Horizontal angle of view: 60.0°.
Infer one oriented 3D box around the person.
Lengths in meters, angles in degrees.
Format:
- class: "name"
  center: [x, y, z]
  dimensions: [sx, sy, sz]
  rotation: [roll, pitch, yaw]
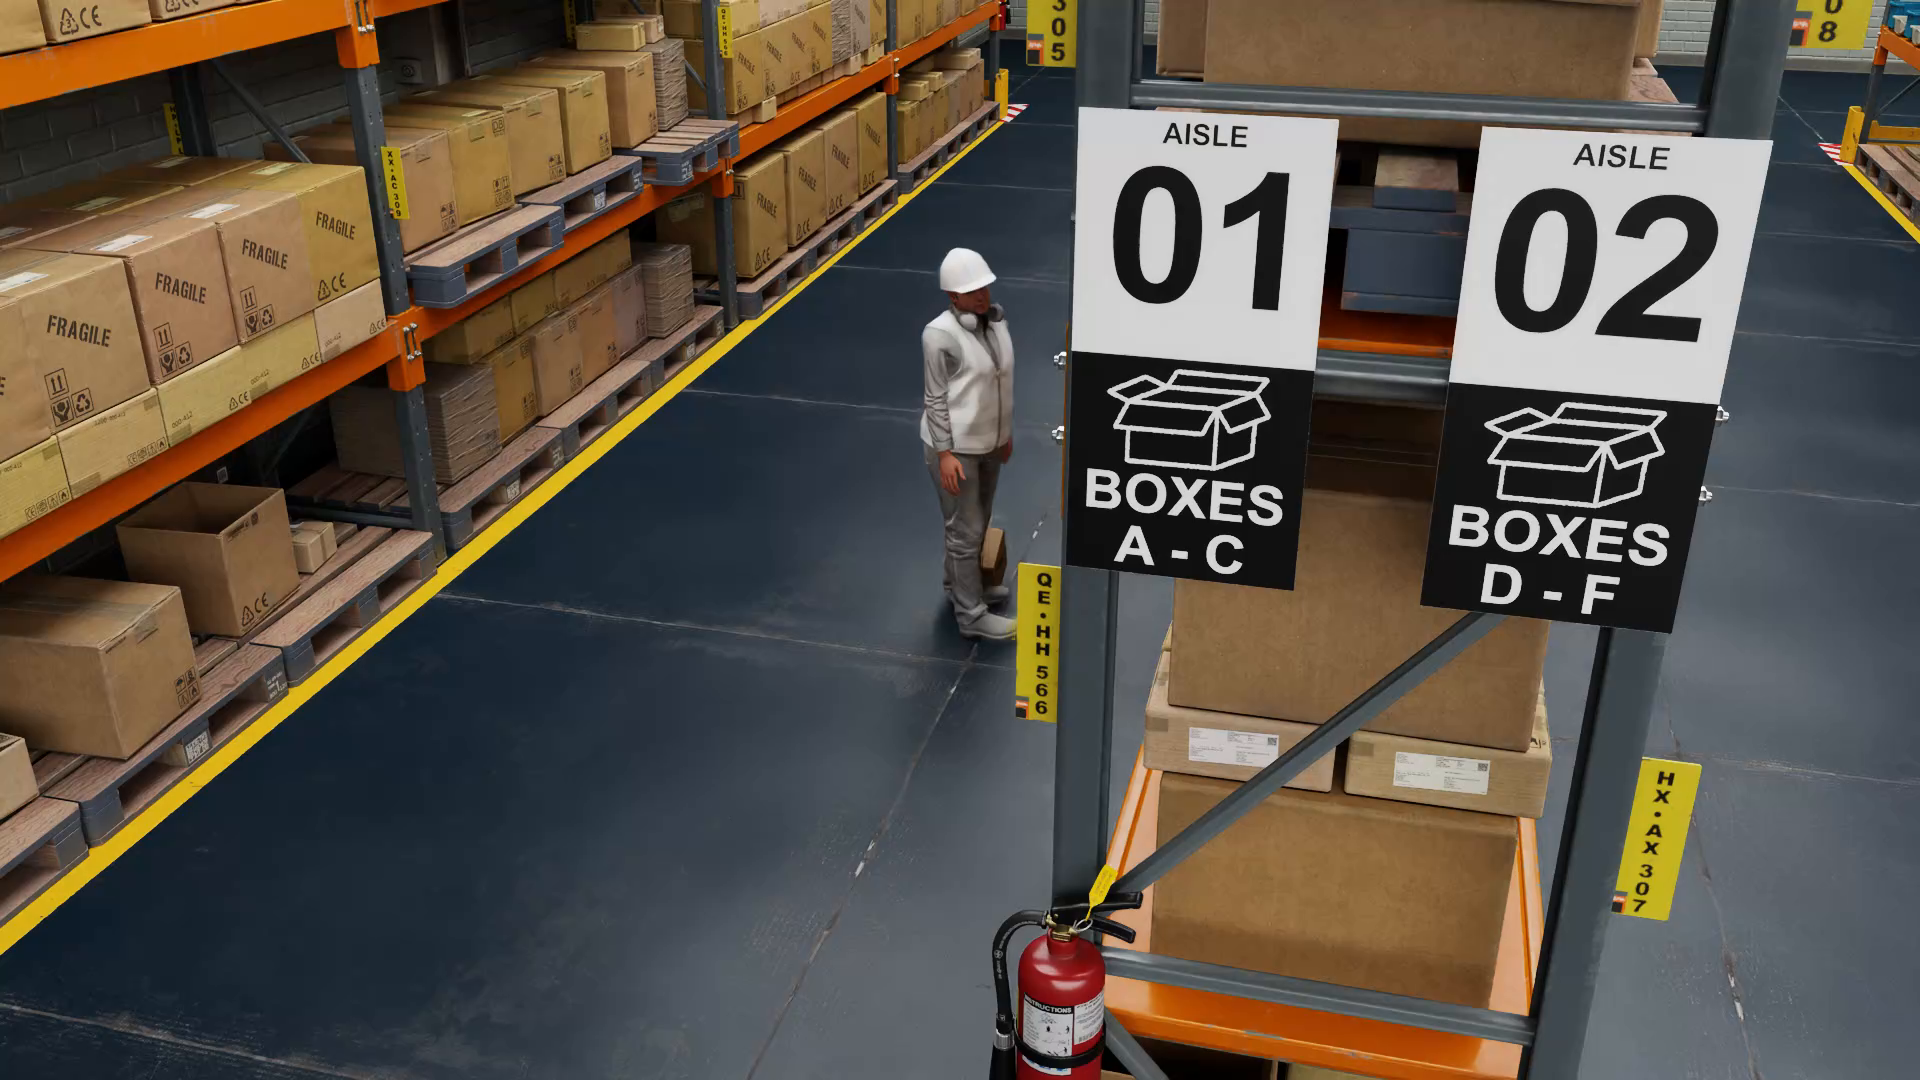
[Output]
- class: "person"
  center: [0.100, -0.425, 7.428]
  dimensions: [0.539, 1.776, 0.594]
  rotation: [16, 29, 30]
